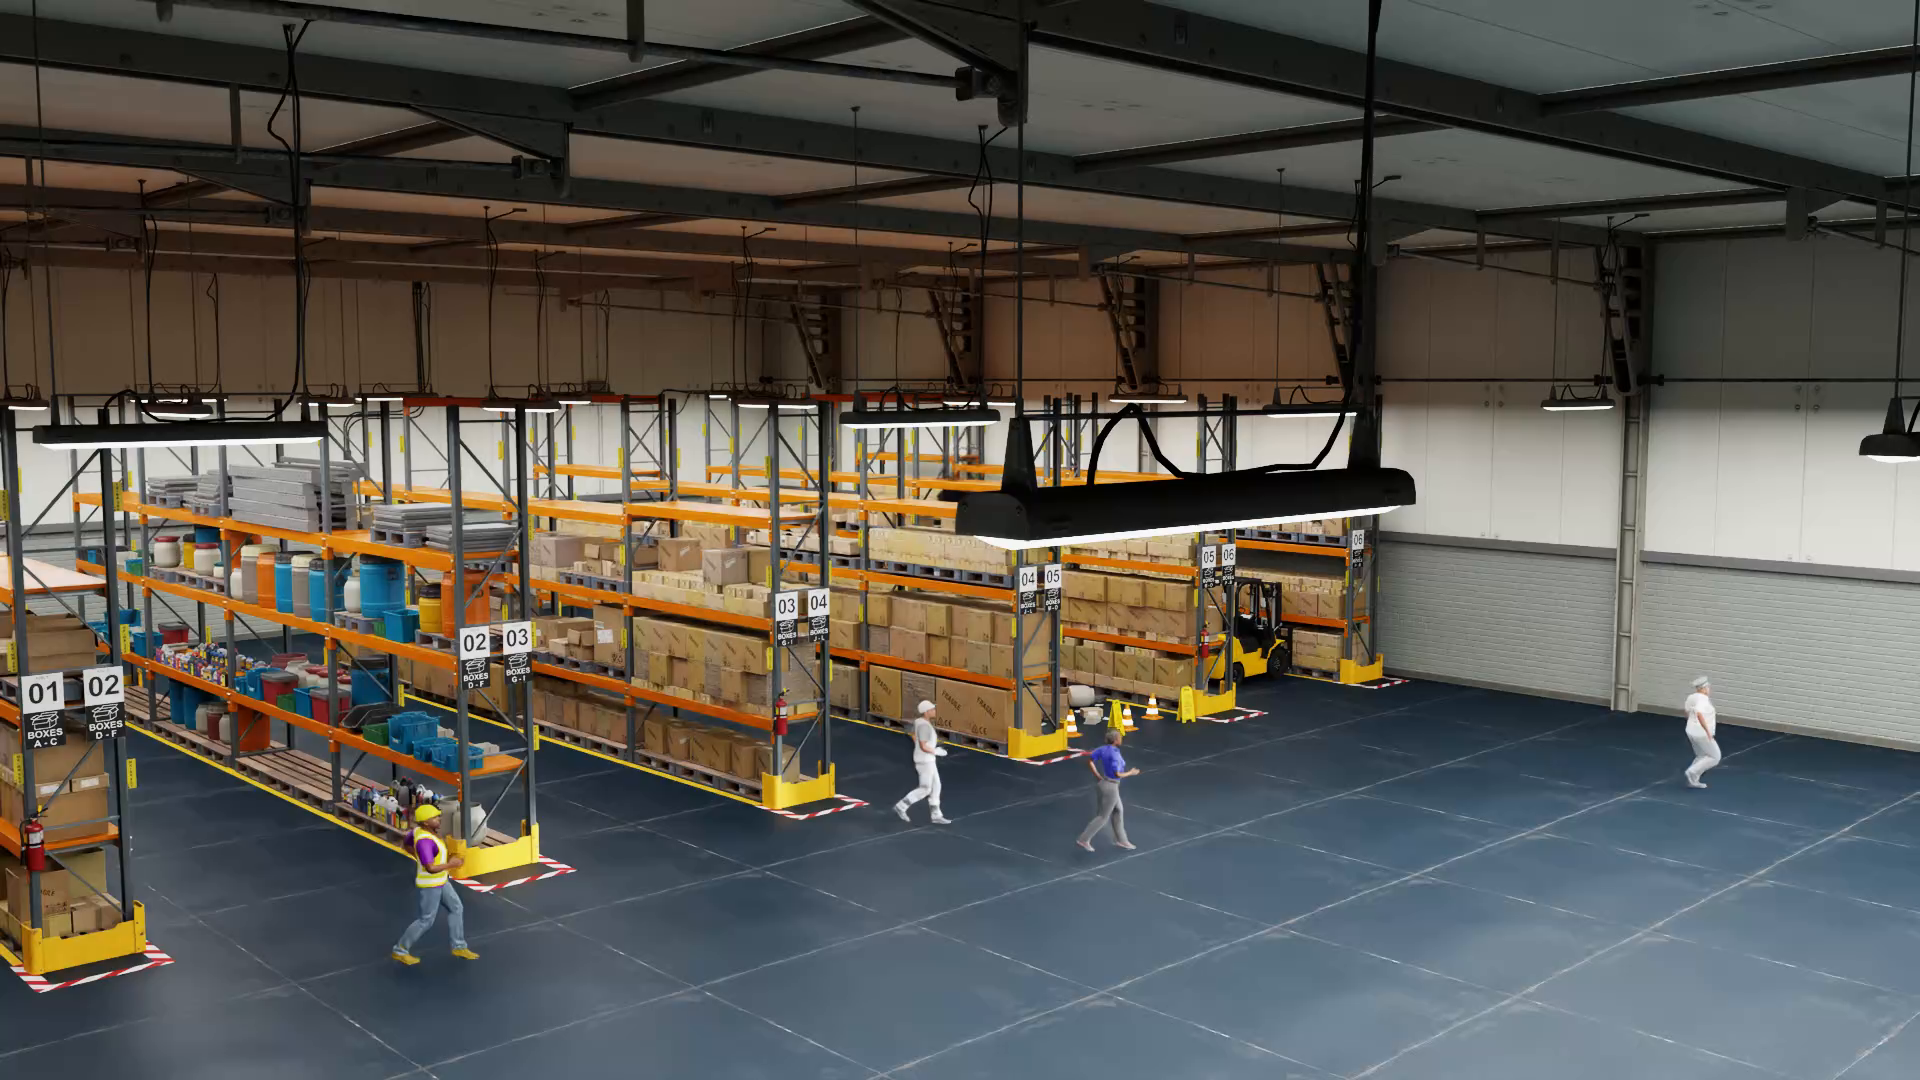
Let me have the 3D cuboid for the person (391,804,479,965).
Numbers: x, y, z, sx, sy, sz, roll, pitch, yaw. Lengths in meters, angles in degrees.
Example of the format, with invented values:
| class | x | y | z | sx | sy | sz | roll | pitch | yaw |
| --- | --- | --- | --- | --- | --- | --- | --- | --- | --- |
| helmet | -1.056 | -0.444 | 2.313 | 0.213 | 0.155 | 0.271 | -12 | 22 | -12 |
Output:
| class | x | y | z | sx | sy | sz | roll | pitch | yaw |
| --- | --- | --- | --- | --- | --- | --- | --- | --- | --- |
| person | -5.686 | 3.721 | 17.956 | 0.896 | 1.785 | 0.704 | -1 | 6 | -13 |

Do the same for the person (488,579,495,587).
| class | x | y | z | sx | sy | sz | roll | pitch | yaw |
| --- | --- | --- | --- | --- | --- | --- | --- | --- | --- |
| person | -11.001 | 1.736 | 38.798 | 0.696 | 1.718 | 0.886 | 1 | 6 | 8 |

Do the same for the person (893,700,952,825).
| class | x | y | z | sx | sy | sz | roll | pitch | yaw |
| --- | --- | --- | --- | --- | --- | --- | --- | --- | --- |
| person | -0.532 | 3.163 | 23.620 | 0.844 | 1.791 | 0.685 | 0 | 6 | -3 |

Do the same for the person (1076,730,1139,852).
| class | x | y | z | sx | sy | sz | roll | pitch | yaw |
| --- | --- | --- | --- | --- | --- | --- | --- | --- | --- |
| person | 1.960 | 3.413 | 22.183 | 0.899 | 1.563 | 0.539 | -1 | 6 | -15 |

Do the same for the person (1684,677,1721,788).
| class | x | y | z | sx | sy | sz | roll | pitch | yaw |
| --- | --- | --- | --- | --- | --- | --- | --- | --- | --- |
| person | 11.456 | 2.980 | 25.703 | 0.526 | 1.747 | 0.668 | 0 | 6 | 1 |
